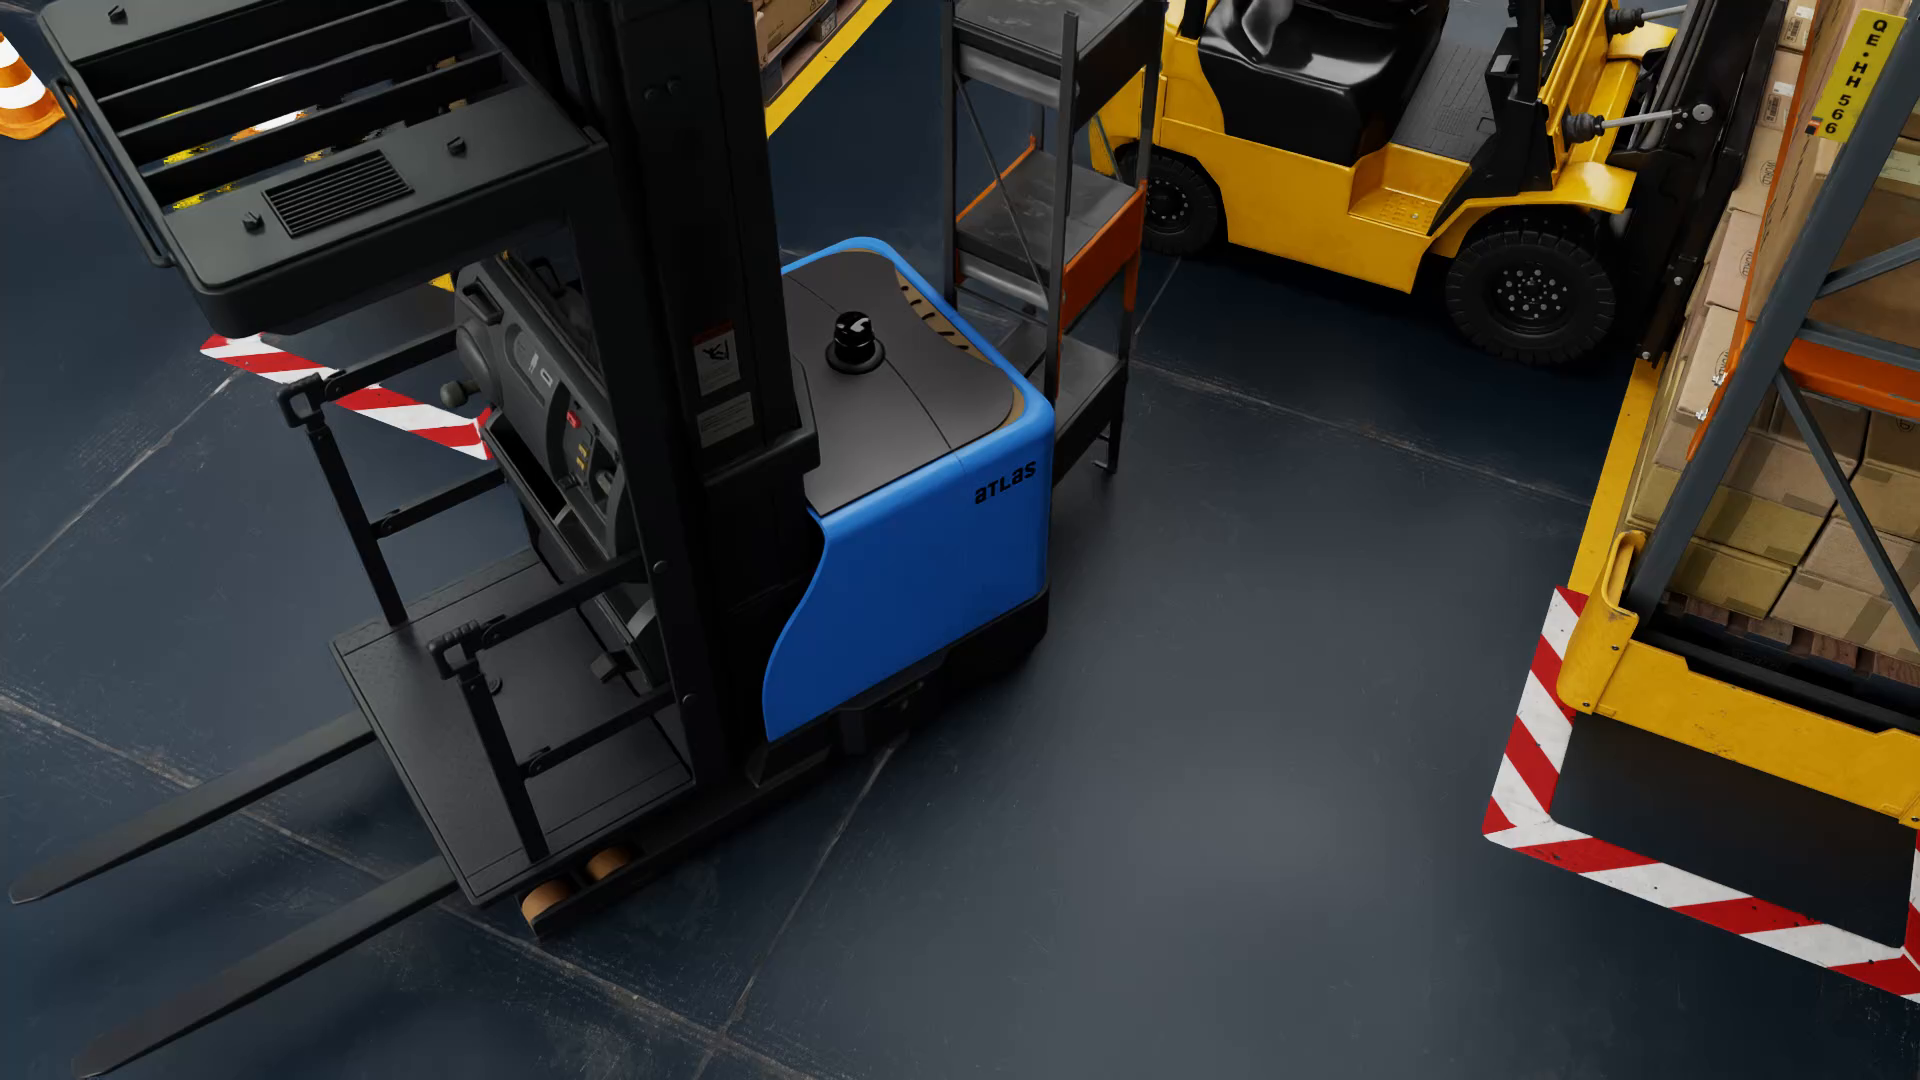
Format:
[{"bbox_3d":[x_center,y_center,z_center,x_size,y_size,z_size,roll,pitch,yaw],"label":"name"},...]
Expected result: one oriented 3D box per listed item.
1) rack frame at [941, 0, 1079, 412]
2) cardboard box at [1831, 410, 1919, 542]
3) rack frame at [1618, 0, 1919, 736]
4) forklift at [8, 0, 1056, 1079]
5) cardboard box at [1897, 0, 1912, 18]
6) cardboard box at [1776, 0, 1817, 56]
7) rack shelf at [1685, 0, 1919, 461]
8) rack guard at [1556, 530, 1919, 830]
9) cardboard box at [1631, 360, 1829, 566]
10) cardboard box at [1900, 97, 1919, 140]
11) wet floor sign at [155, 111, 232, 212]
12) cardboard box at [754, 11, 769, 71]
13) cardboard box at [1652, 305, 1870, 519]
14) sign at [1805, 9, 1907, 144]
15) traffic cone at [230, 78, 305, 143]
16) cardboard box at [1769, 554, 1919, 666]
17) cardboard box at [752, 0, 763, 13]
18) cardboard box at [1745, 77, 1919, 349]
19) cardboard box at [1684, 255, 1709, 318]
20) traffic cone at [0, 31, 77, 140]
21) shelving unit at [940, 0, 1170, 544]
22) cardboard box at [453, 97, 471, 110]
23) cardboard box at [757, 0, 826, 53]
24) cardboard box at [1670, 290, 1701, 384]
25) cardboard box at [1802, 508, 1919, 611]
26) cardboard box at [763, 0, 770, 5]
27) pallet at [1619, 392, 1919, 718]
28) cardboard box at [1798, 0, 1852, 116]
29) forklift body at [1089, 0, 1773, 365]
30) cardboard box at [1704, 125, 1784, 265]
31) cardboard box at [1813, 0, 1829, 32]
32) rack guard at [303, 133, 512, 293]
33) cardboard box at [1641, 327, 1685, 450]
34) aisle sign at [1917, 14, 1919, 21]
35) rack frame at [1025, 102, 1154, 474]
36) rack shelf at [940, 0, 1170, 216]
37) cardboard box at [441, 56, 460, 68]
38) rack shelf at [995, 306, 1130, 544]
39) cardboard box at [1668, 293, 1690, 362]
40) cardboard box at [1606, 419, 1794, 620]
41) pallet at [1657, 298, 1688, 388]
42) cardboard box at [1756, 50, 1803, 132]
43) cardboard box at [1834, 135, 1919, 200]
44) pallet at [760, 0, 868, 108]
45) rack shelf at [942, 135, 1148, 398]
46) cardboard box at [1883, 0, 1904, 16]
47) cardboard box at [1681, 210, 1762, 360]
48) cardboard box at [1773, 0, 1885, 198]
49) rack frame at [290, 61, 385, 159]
[{"bbox_3d":[0.122,-0.695,4.962,0.400,2.100,0.015,27,55,21],"label":"rack frame"},{"bbox_3d":[2.880,-0.242,4.859,0.500,0.250,0.500,19,52,16],"label":"cardboard box"},{"bbox_3d":[2.504,-0.403,4.124,1.000,3.000,0.127,20,52,16],"label":"rack frame"},{"bbox_3d":[-1.217,-0.281,4.065,3.031,2.935,1.130,-28,55,-22],"label":"forklift"},{"bbox_3d":[2.544,-1.238,4.147,0.380,0.149,0.250,20,52,16],"label":"cardboard box"},{"bbox_3d":[3.293,-1.801,6.186,0.500,0.250,0.500,21,53,17],"label":"cardboard box"},{"bbox_3d":[3.358,-1.547,5.570,1.077,0.370,4.000,20,52,16],"label":"rack shelf"},{"bbox_3d":[2.494,0.423,5.062,1.175,0.500,0.348,20,52,16],"label":"rack guard"},{"bbox_3d":[2.429,-0.247,5.192,0.500,0.250,0.500,19,52,16],"label":"cardboard box"},{"bbox_3d":[2.466,-1.058,3.994,0.380,0.149,0.250,20,52,16],"label":"cardboard box"},{"bbox_3d":[-3.034,-1.470,6.577,0.232,0.644,0.267,-37,59,-27],"label":"wet floor sign"},{"bbox_3d":[-1.166,-2.075,7.076,0.500,0.250,0.500,22,53,17],"label":"cardboard box"},{"bbox_3d":[2.419,-0.391,4.986,0.500,0.250,0.500,21,53,17],"label":"cardboard box"},{"bbox_3d":[2.019,-1.042,3.751,0.100,0.325,0.005,20,52,16],"label":"sign"},{"bbox_3d":[-2.968,-1.910,7.071,0.336,0.463,0.334,20,52,16],"label":"traffic cone"},{"bbox_3d":[2.890,0.077,5.245,0.500,0.250,0.500,20,52,16],"label":"cardboard box"},{"bbox_3d":[-1.162,-2.347,6.815,0.500,0.500,0.500,18,52,15],"label":"cardboard box"},{"bbox_3d":[2.477,-0.860,4.447,0.500,0.500,0.500,19,52,15],"label":"cardboard box"},{"bbox_3d":[2.855,-0.952,5.792,0.500,0.250,0.500,19,52,15],"label":"cardboard box"},{"bbox_3d":[-4.117,-2.037,7.179,0.336,0.463,0.334,20,52,16],"label":"traffic cone"},{"bbox_3d":[0.257,-0.849,5.094,0.431,2.100,0.503,27,55,21],"label":"shelving unit"},{"bbox_3d":[-1.873,-1.922,6.945,0.500,0.250,0.500,20,52,16],"label":"cardboard box"},{"bbox_3d":[-0.944,-2.455,7.399,0.500,0.250,0.500,23,53,18],"label":"cardboard box"},{"bbox_3d":[2.653,-0.589,5.483,0.500,0.250,0.500,19,52,16],"label":"cardboard box"},{"bbox_3d":[2.893,-0.067,5.039,0.500,0.250,0.500,21,53,17],"label":"cardboard box"},{"bbox_3d":[-0.940,-2.690,7.107,0.500,0.500,0.500,21,53,17],"label":"cardboard box"},{"bbox_3d":[2.793,-0.040,5.645,1.003,0.211,1.213,20,52,16],"label":"pallet"},{"bbox_3d":[2.925,-1.567,5.048,0.500,0.500,0.500,19,52,15],"label":"cardboard box"},{"bbox_3d":[1.664,-2.028,6.063,2.313,2.155,1.214,20,52,16],"label":"forklift body"},{"bbox_3d":[2.838,-1.095,5.586,0.500,0.250,0.500,20,53,17],"label":"cardboard box"},{"bbox_3d":[3.130,-1.917,5.346,0.500,0.500,0.500,20,53,16],"label":"cardboard box"},{"bbox_3d":[-1.953,-1.258,6.492,1.175,0.500,0.348,20,52,16],"label":"rack guard"},{"bbox_3d":[2.640,-0.414,5.663,0.500,0.250,0.500,20,52,16],"label":"cardboard box"},{"bbox_3d":[2.210,-1.296,3.176,0.394,0.787,0.004,20,52,16],"label":"aisle sign"},{"bbox_3d":[0.392,-1.004,5.226,0.400,2.100,0.015,27,55,21],"label":"rack frame"},{"bbox_3d":[0.257,-1.294,4.571,0.431,0.518,0.480,27,55,21],"label":"rack shelf"},{"bbox_3d":[-1.879,-2.140,6.639,0.500,0.500,0.500,20,53,16],"label":"cardboard box"},{"bbox_3d":[0.257,-0.387,5.638,0.431,0.518,0.480,27,55,21],"label":"rack shelf"},{"bbox_3d":[2.862,-0.756,5.953,0.500,0.250,0.500,20,53,16],"label":"cardboard box"},{"bbox_3d":[2.419,-0.075,5.374,0.500,0.250,0.500,20,53,16],"label":"cardboard box"},{"bbox_3d":[3.315,-0.877,6.358,1.003,0.211,1.213,20,52,16],"label":"pallet"},{"bbox_3d":[3.061,-1.442,5.880,0.500,0.250,0.500,19,52,15],"label":"cardboard box"},{"bbox_3d":[2.399,-0.976,4.119,0.380,0.149,0.250,21,53,17],"label":"cardboard box"},{"bbox_3d":[-1.052,-2.550,7.781,1.003,0.211,1.213,20,52,16],"label":"pallet"},{"bbox_3d":[0.257,-0.840,5.104,0.431,0.518,0.480,27,55,21],"label":"rack shelf"},{"bbox_3d":[2.631,-1.427,4.307,0.380,0.149,0.250,21,53,17],"label":"cardboard box"},{"bbox_3d":[2.631,-0.745,5.287,0.500,0.250,0.500,21,53,17],"label":"cardboard box"},{"bbox_3d":[2.707,-1.214,4.748,0.500,0.500,0.500,21,53,17],"label":"cardboard box"},{"bbox_3d":[-1.986,-2.016,5.496,1.000,3.000,0.127,20,52,16],"label":"rack frame"}]
